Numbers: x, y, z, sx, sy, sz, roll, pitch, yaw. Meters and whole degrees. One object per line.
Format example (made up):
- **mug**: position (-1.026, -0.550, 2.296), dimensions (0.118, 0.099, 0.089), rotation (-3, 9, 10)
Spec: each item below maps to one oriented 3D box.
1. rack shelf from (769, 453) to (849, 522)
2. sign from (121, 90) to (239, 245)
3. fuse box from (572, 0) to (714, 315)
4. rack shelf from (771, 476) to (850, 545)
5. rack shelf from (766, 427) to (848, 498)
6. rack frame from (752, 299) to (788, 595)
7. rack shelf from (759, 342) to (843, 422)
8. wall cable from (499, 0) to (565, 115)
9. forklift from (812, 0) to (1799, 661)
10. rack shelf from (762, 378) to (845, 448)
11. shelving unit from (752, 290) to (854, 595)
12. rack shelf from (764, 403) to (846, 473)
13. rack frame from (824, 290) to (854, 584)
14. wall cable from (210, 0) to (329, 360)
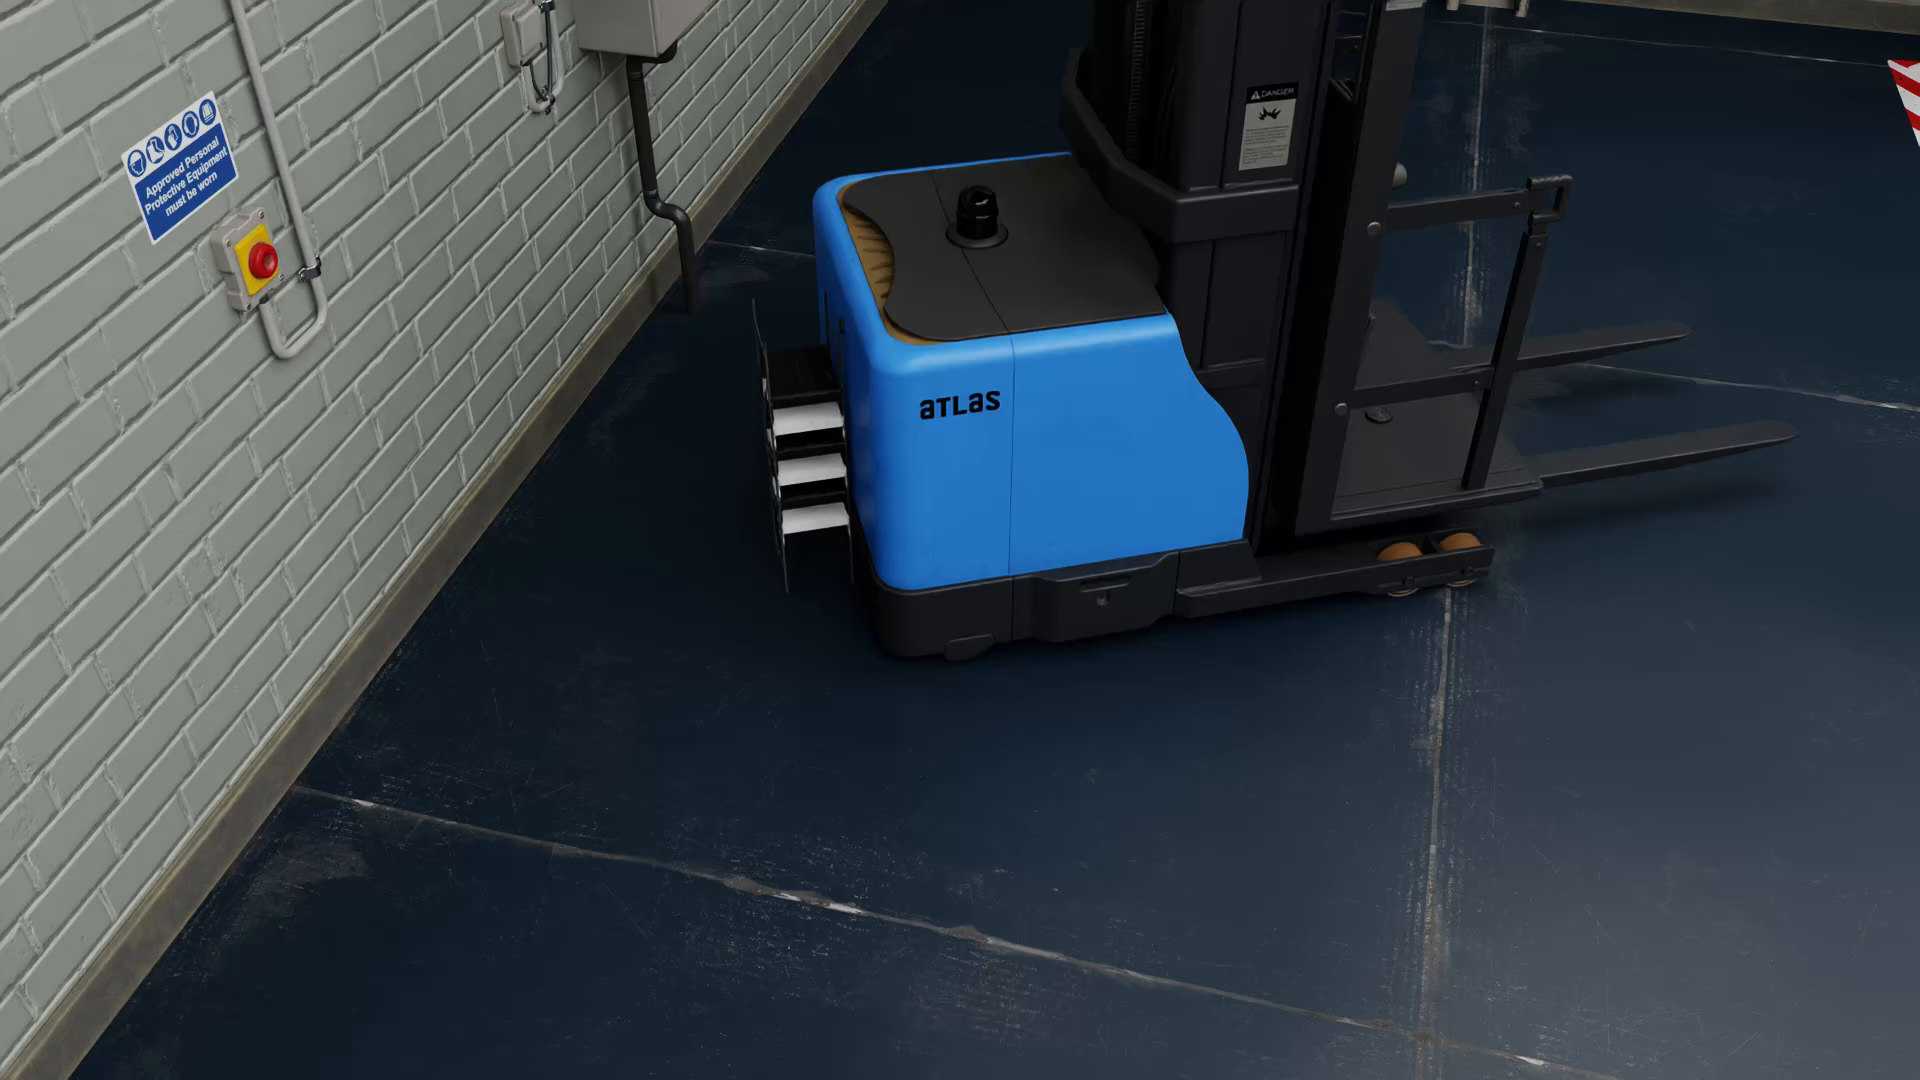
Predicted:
- **rack shelf**: position (-0.453, -0.175, 4.951), dimensions (0.200, 0.077, 0.258), rotation (-9, 41, -10)
- **sign**: position (-1.727, -0.829, 3.695), dimensions (0.001, 0.218, 0.327), rotation (10, 41, 11)
- **fuse box**: position (-0.971, -1.533, 5.745), dimensions (0.414, 1.711, 0.539), rotation (10, 41, 11)
- **rack shelf**: position (-0.453, -0.106, 5.008), dimensions (0.200, 0.077, 0.258), rotation (-9, 41, -10)
- **rack shelf**: position (-0.453, -0.244, 4.893), dimensions (0.200, 0.077, 0.258), rotation (-9, 41, -10)
- **rack frame**: position (-0.552, -0.254, 4.853), dimensions (0.006, 0.900, 0.240), rotation (-9, 41, -10)
- **rack shelf**: position (-0.453, -0.451, 4.719), dimensions (0.200, 0.077, 0.258), rotation (-9, 41, -10)
- **wall cable**: position (-1.300, -2.018, 4.530), dimensions (0.122, 1.984, 0.588), rotation (10, 41, 11)
- **forklift**: position (1.132, -1.273, 4.487), dimensions (3.031, 2.935, 1.130), rotation (-9, 41, -10)
- **rack shelf**: position (-0.453, -0.382, 4.777), dimensions (0.200, 0.077, 0.258), rotation (-9, 41, -10)
- **shelving unit**: position (-0.453, -0.270, 4.871), dimensions (0.210, 0.900, 0.258), rotation (-9, 41, -10)
- **rack shelf**: position (-0.453, -0.313, 4.835), dimensions (0.200, 0.077, 0.258), rotation (-9, 41, -10)
- **rack frame**: position (-0.354, -0.285, 4.889), dimensions (0.006, 0.900, 0.240), rotation (-9, 41, -10)
- **wall cable**: position (-1.655, -1.147, 3.469), dimensions (0.123, 1.953, 0.585), rotation (10, 41, 11)
